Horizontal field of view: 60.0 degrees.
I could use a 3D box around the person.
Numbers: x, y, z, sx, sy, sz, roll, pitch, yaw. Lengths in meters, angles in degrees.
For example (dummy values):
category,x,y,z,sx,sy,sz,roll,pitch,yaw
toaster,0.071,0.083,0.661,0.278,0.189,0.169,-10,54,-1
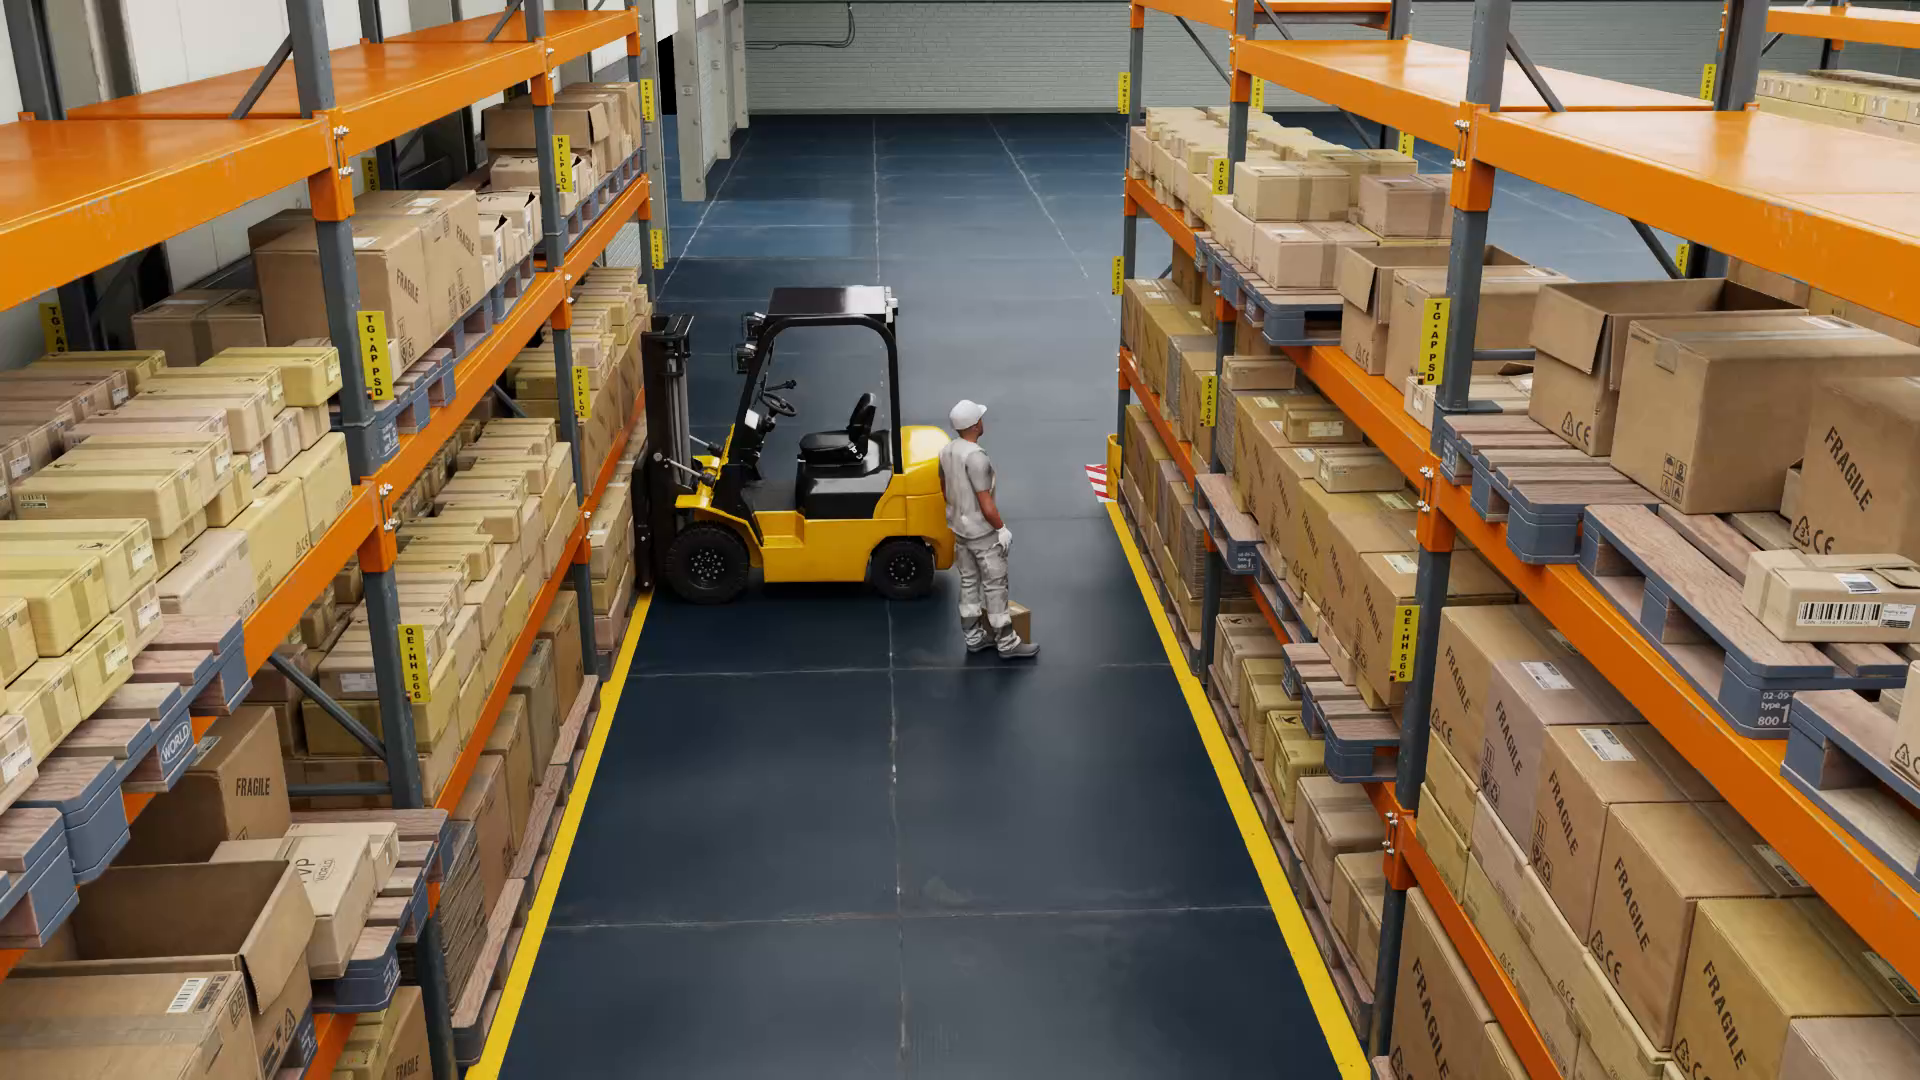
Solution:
category,x,y,z,sx,sy,sz,roll,pitch,yaw
person,0.177,-0.088,11.251,0.562,1.790,0.637,-12,24,-30
